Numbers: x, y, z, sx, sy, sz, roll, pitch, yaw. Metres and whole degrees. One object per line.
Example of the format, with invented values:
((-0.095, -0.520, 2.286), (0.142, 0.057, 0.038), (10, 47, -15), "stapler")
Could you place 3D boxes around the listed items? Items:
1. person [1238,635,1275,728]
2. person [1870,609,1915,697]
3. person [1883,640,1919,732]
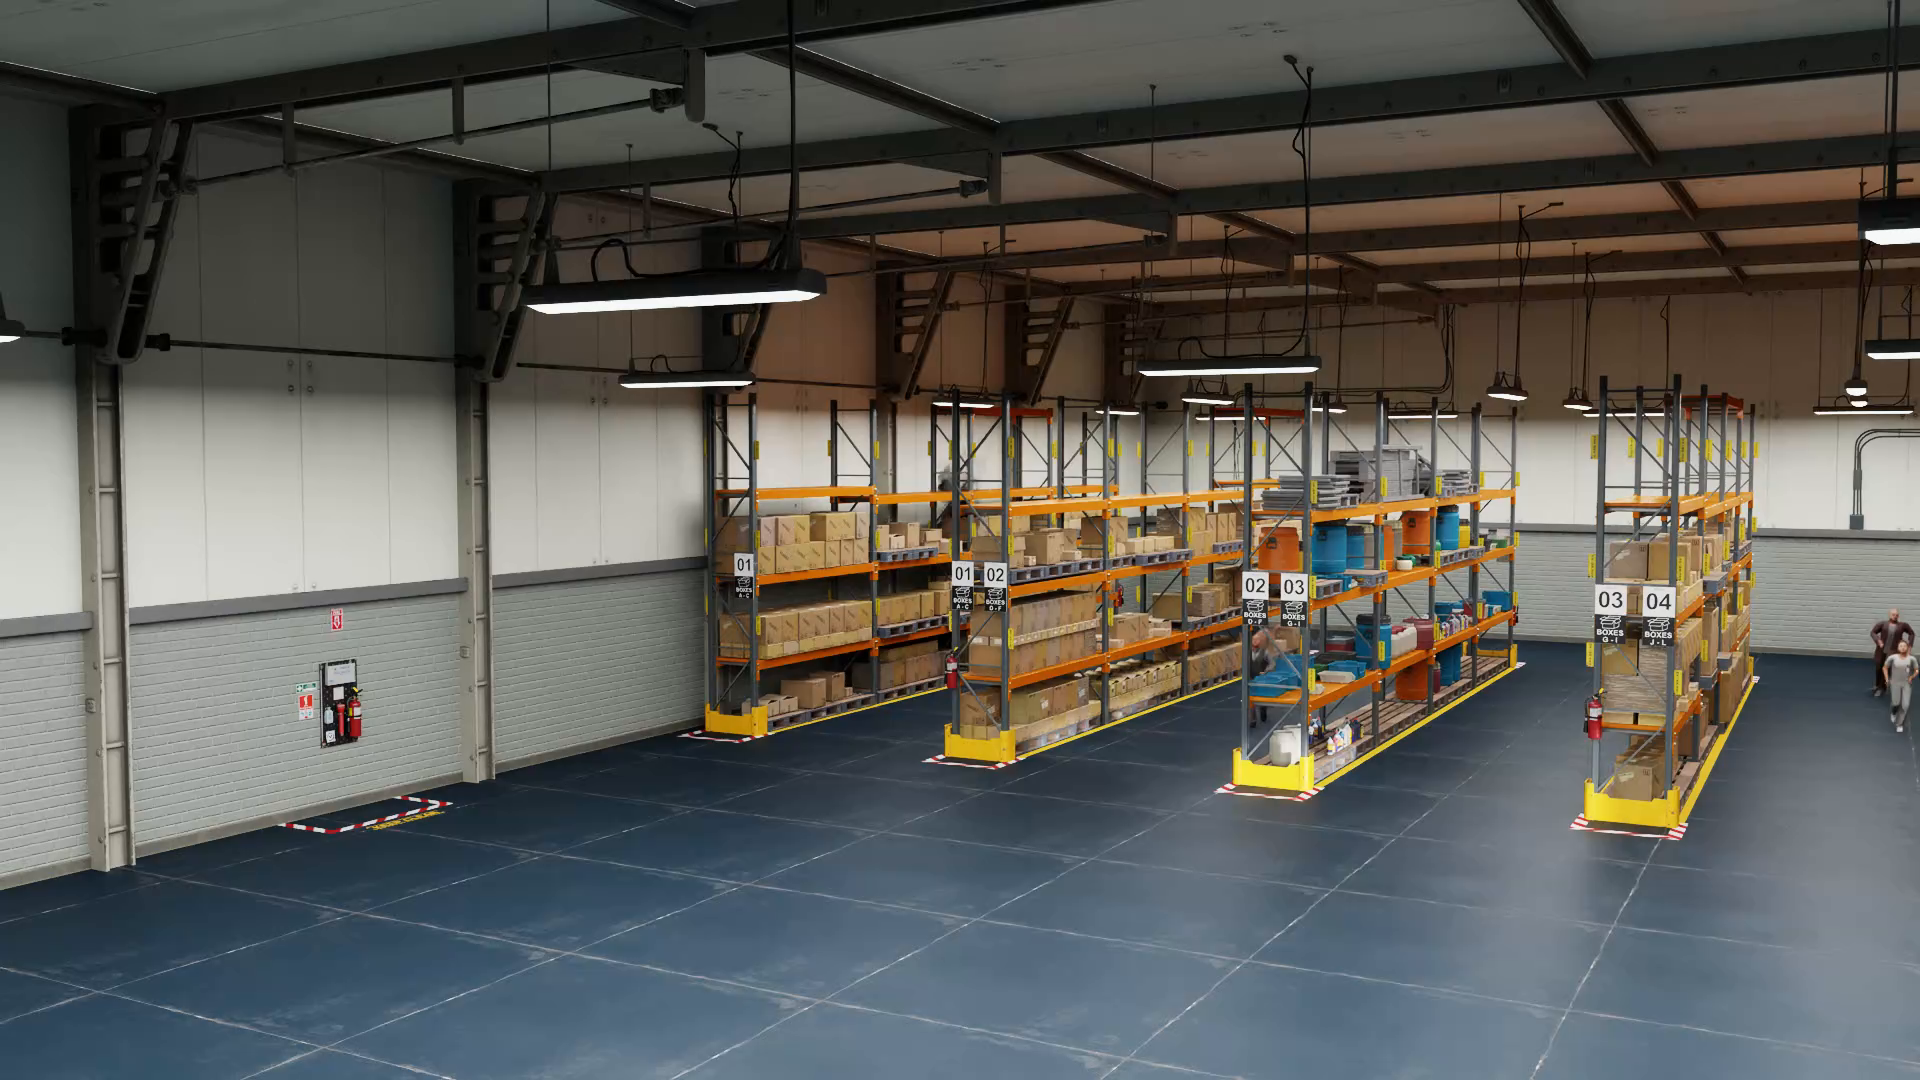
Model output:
((5.340, 2.542, 30.037), (0.659, 1.673, 0.614), (1, 3, 21), "person")
((18.955, 2.305, 33.857), (0.772, 1.812, 0.797), (3, 4, 39), "person")
((16.771, 2.597, 29.628), (0.572, 1.630, 0.565), (1, 3, 25), "person")
